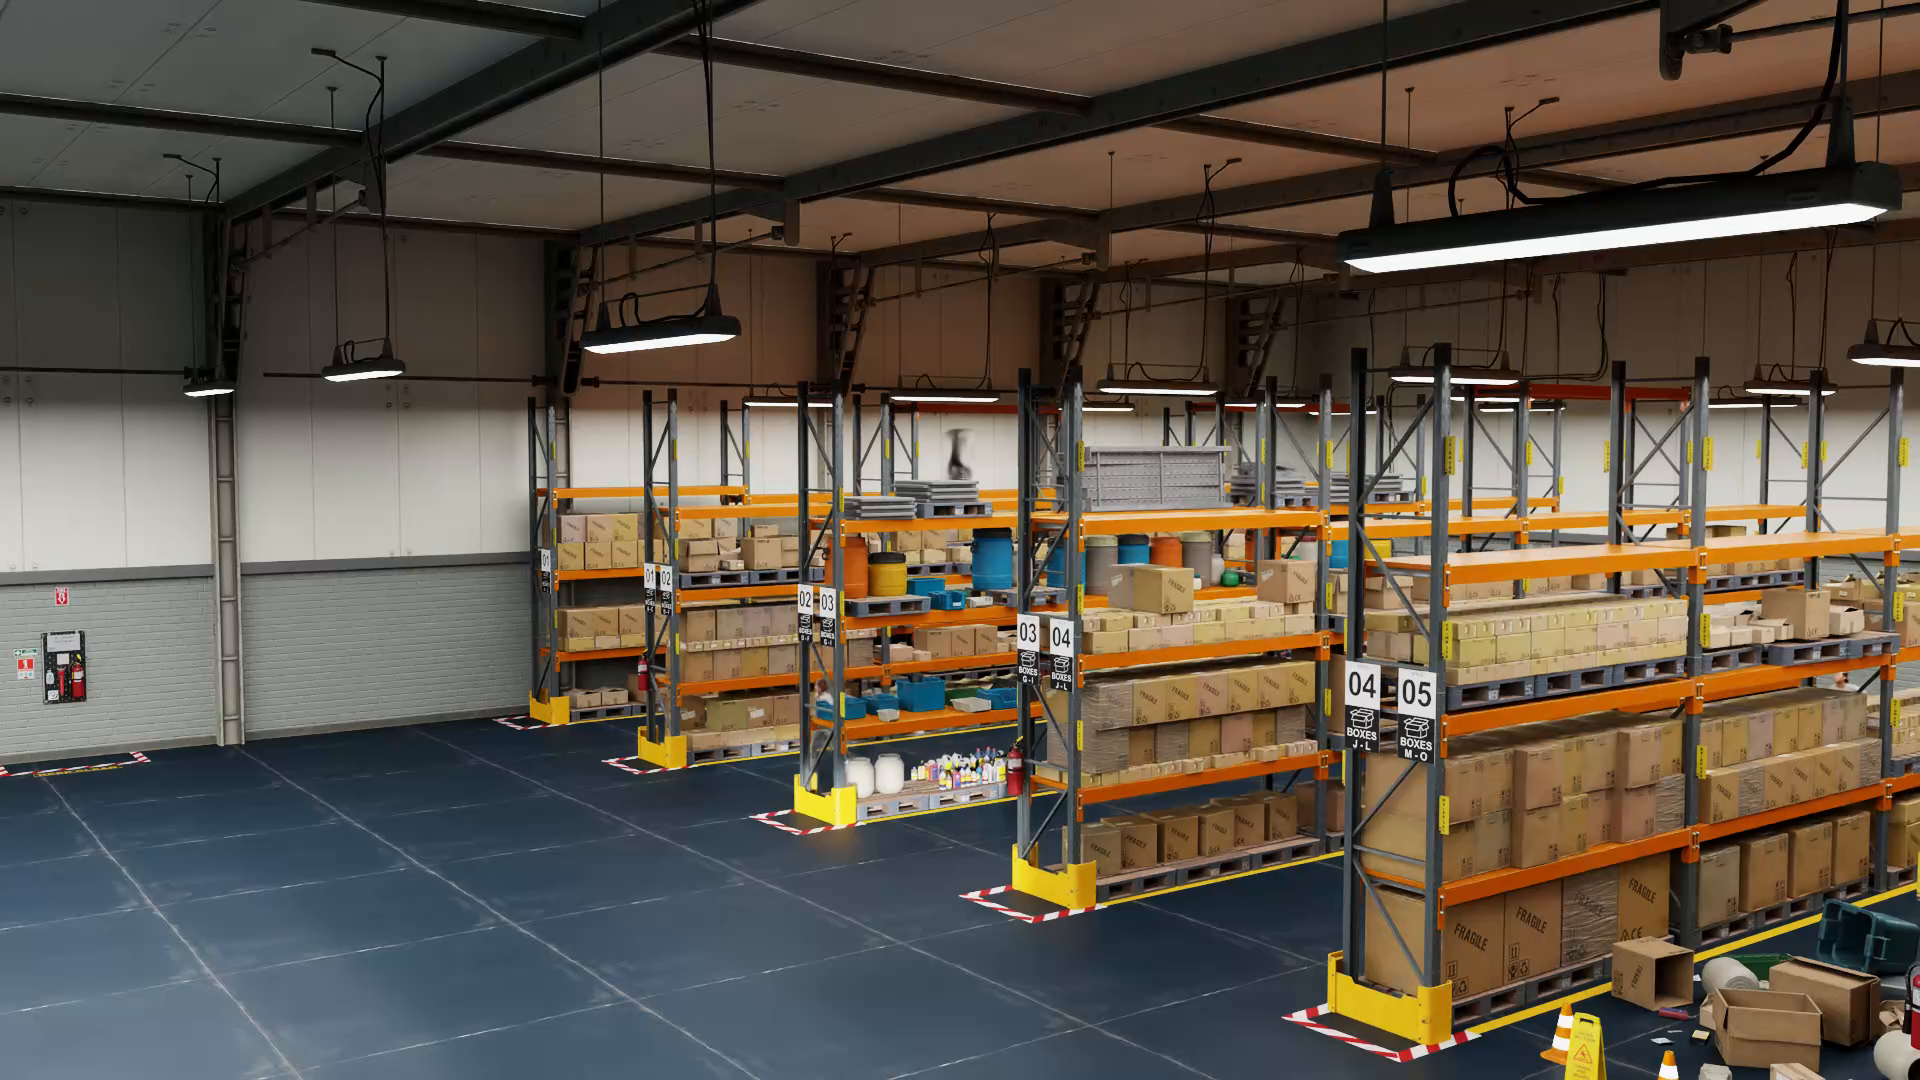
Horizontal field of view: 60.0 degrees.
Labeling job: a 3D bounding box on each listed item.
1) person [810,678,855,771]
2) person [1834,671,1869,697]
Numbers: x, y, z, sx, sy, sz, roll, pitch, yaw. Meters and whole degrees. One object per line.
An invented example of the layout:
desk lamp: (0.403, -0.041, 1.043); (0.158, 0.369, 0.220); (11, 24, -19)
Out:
person: (-2.012, 2.889, 25.253); (0.495, 1.616, 1.017); (3, 5, 44)
person: (13.715, 2.759, 25.811); (0.814, 1.549, 0.577); (-2, 4, -29)
